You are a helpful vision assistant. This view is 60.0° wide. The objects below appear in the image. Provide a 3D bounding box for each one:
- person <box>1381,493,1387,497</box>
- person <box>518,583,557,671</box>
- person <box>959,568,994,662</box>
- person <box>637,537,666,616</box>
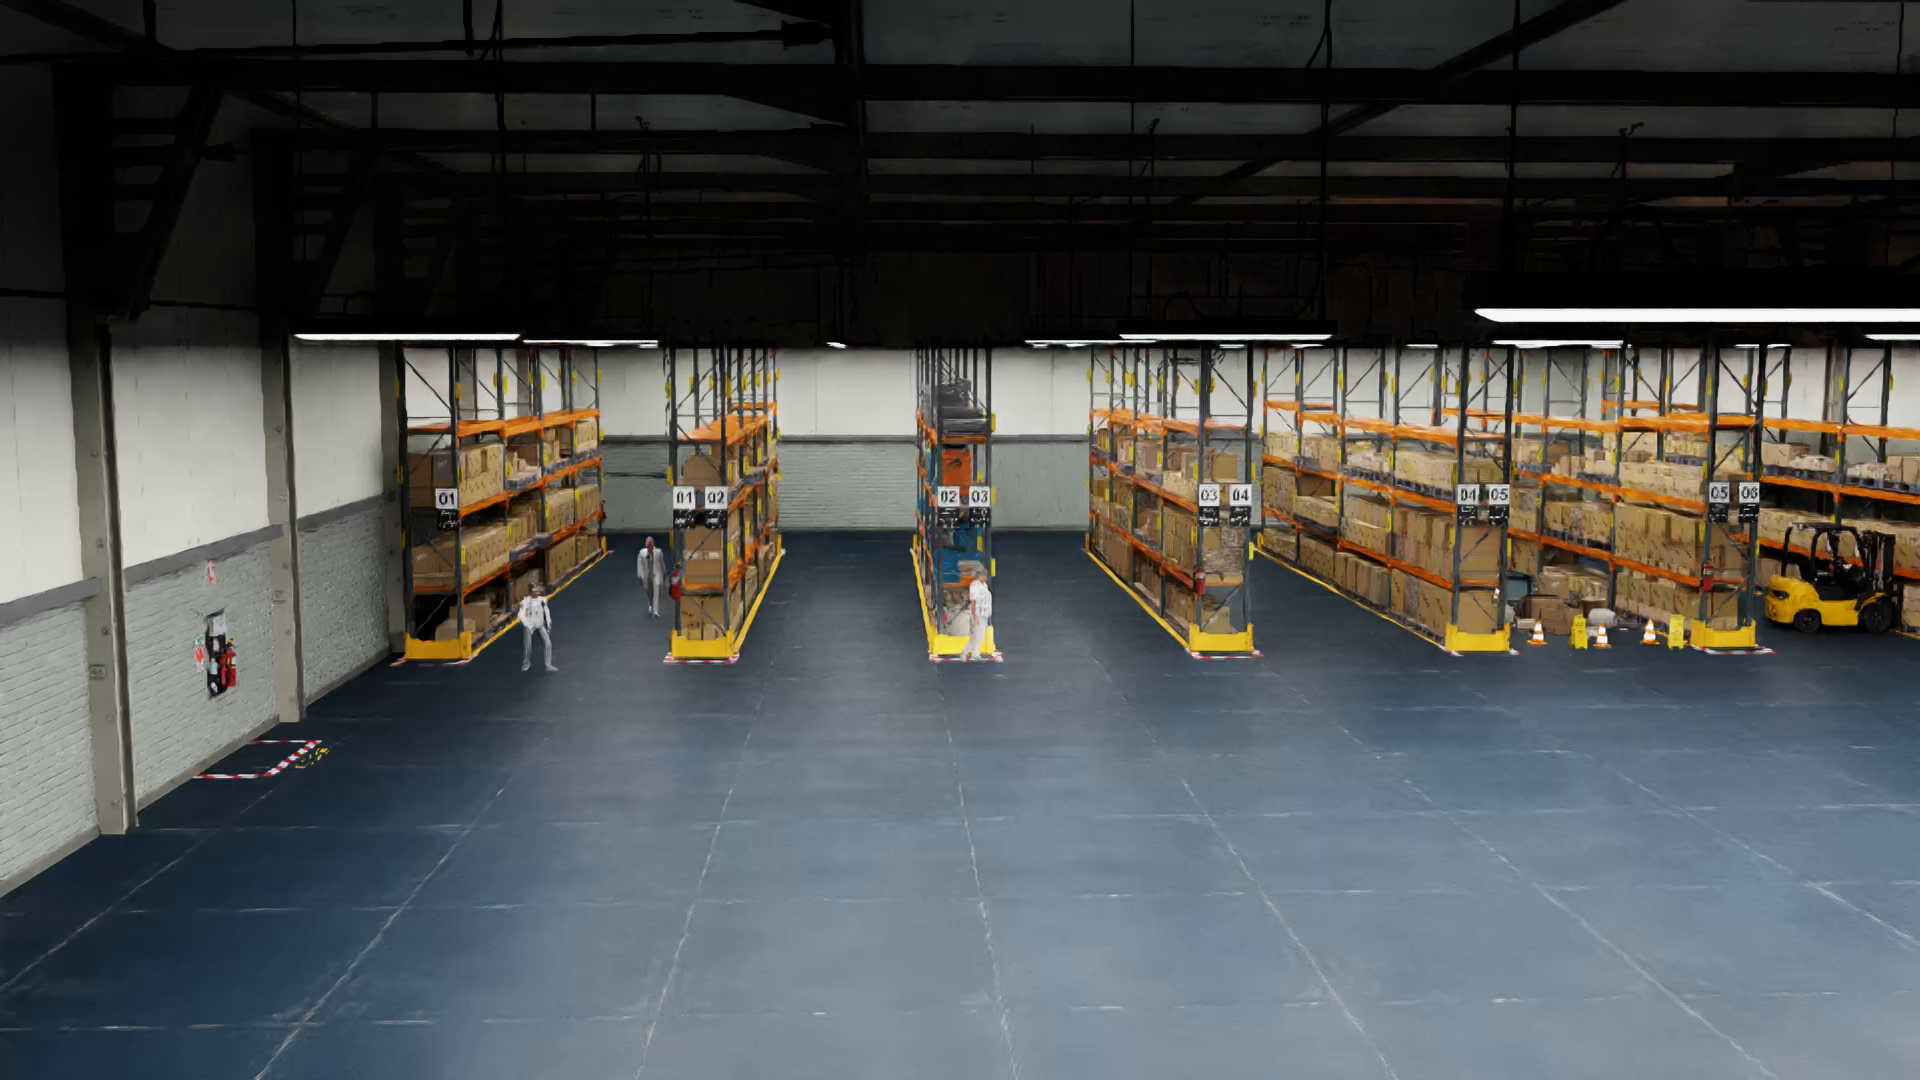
[{"bbox_3d":[11.661,-0.407,46.000,0.370,1.797,0.630,-2,7,-17],"label":"person"},{"bbox_3d":[-7.592,1.549,29.703,0.618,1.616,0.739,-3,7,-25],"label":"person"},{"bbox_3d":[0.295,1.379,30.578,0.508,1.739,0.712,3,7,28],"label":"person"},{"bbox_3d":[-6.689,0.770,36.000,0.599,1.696,1.175,0,6,0],"label":"person"}]
